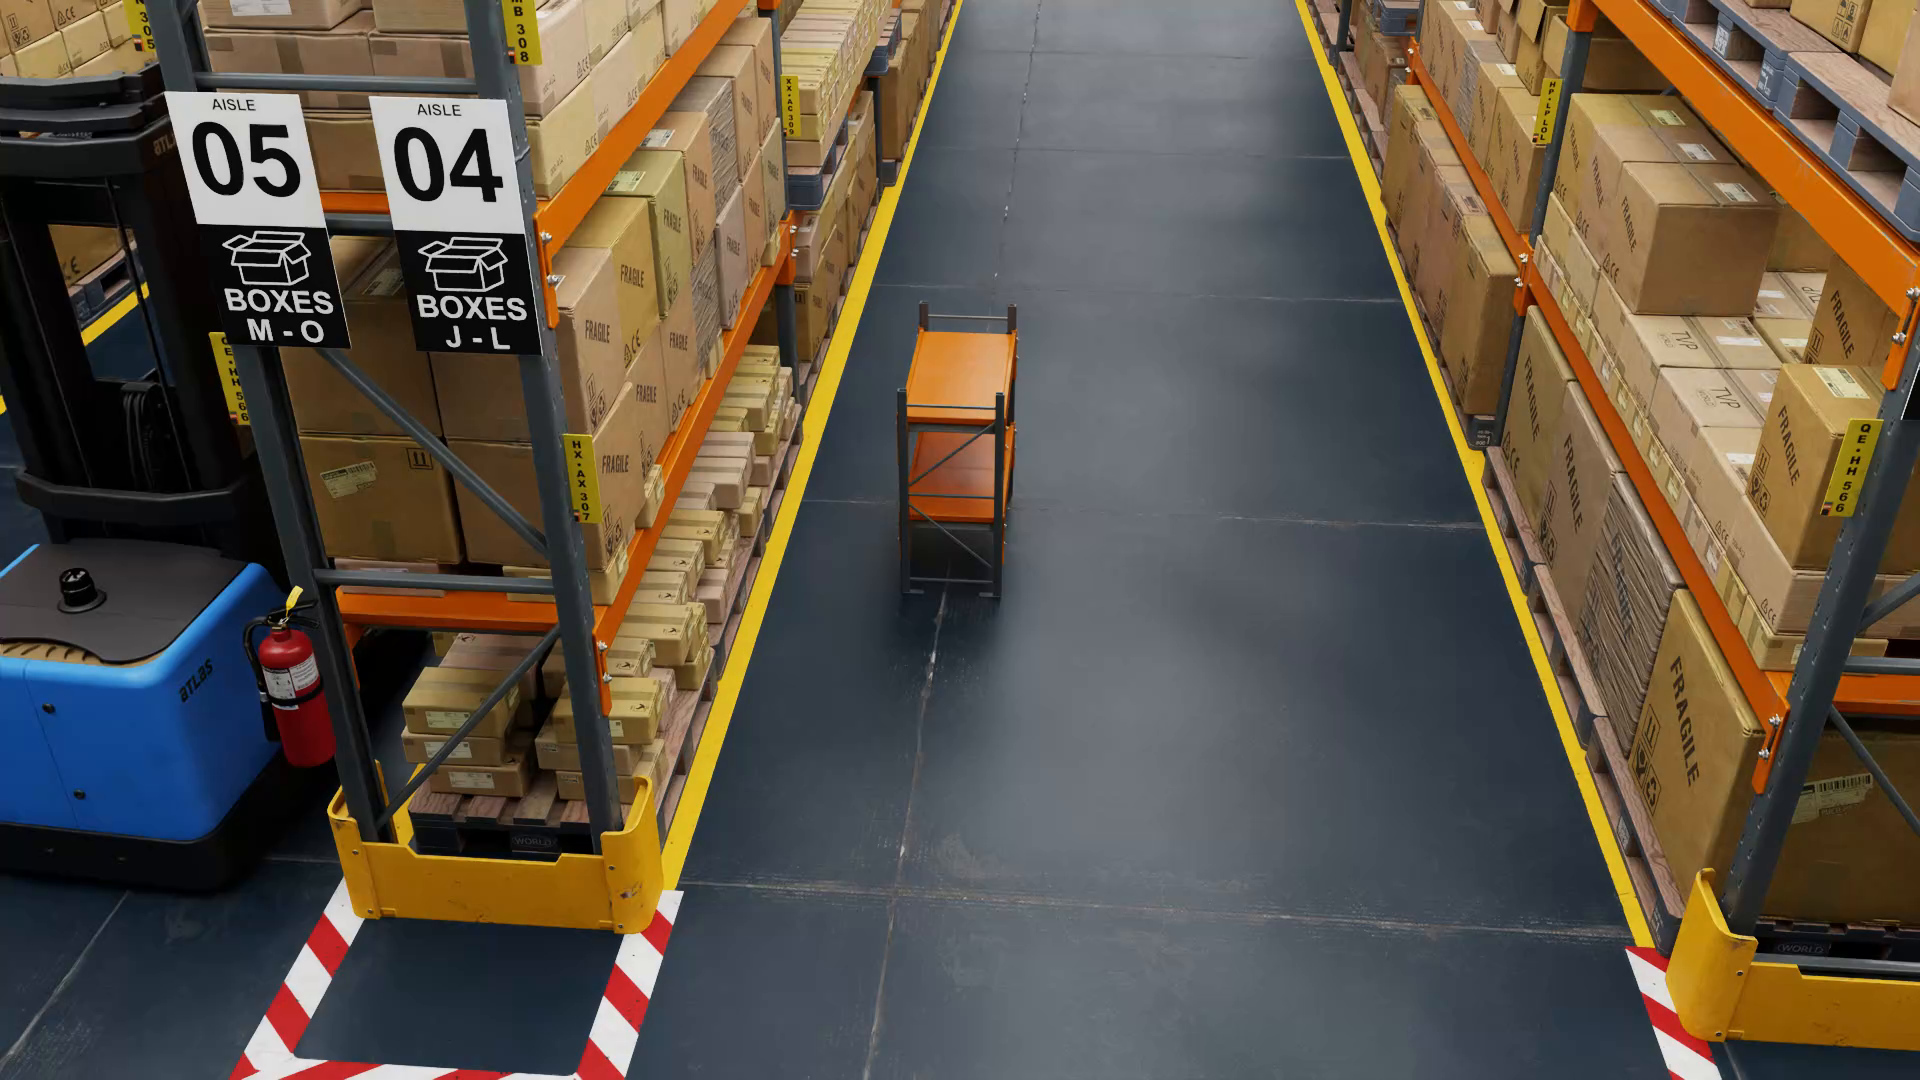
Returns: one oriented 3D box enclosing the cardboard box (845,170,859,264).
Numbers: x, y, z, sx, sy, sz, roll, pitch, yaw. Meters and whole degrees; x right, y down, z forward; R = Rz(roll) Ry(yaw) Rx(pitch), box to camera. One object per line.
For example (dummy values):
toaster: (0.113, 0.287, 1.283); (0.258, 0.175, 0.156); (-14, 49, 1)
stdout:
cardboard box: (-0.978, -2.245, 11.516); (0.500, 0.500, 0.500); (1, 32, 2)

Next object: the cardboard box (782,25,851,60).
cardboard box: (-0.865, -2.998, 10.028); (0.380, 0.149, 0.250); (2, 32, 4)

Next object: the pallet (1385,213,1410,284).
pallet: (3.683, -2.173, 12.075); (1.003, 0.211, 1.213); (2, 32, 4)

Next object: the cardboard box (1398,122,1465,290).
cardboard box: (3.665, -2.218, 11.115); (1.225, 0.875, 0.875); (3, 32, 4)

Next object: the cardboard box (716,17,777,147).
cardboard box: (-1.207, -2.280, 8.259); (0.500, 0.500, 0.500); (1, 32, 2)

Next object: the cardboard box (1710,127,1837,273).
cardboard box: (3.681, -1.546, 7.545); (0.500, 0.500, 0.500); (3, 32, 4)

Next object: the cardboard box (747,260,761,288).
cardboard box: (-1.222, -1.400, 8.402); (0.380, 0.149, 0.250); (4, 32, 6)

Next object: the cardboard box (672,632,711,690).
cardboard box: (-1.319, 0.524, 7.358); (0.380, 0.149, 0.250); (3, 32, 5)

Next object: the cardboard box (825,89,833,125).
cardboard box: (-0.929, -2.463, 9.443); (0.380, 0.149, 0.250); (2, 32, 3)

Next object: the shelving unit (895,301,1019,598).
shelving unit: (-0.001, -0.475, 8.449); (0.538, 1.125, 1.048); (2, 32, 4)

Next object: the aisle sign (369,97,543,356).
aisle sign: (-1.471, -0.907, 4.884); (0.394, 0.787, 0.004); (2, 32, 4)

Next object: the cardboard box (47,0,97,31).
cardboard box: (-5.965, -3.587, 10.663); (0.500, 0.500, 0.500); (2, 32, 3)

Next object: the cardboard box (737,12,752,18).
cardboard box: (-1.493, -3.167, 10.303); (0.380, 0.149, 0.250); (1, 32, 2)

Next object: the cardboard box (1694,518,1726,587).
cardboard box: (2.913, 0.053, 6.045); (0.380, 0.149, 0.250); (3, 32, 4)

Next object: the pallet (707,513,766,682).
pallet: (-1.554, 0.237, 8.164); (1.003, 0.211, 1.213); (2, 32, 4)

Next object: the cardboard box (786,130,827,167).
cardboard box: (-0.948, -2.201, 9.301); (0.380, 0.149, 0.250); (1, 32, 2)

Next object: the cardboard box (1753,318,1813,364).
cardboard box: (3.597, -0.696, 6.880); (0.500, 0.250, 0.500); (2, 32, 3)

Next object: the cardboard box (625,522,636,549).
cardboard box: (-1.431, -0.034, 6.186); (0.380, 0.149, 0.250); (4, 32, 6)

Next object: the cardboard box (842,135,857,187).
cardboard box: (-0.994, -2.570, 11.328); (0.500, 0.250, 0.500); (3, 32, 5)

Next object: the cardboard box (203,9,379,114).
cardboard box: (-1.980, -1.529, 5.179); (0.500, 0.250, 0.500); (2, 32, 2)

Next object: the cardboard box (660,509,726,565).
cardboard box: (-1.295, -0.018, 7.670); (0.380, 0.149, 0.250); (3, 32, 5)

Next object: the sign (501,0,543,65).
sign: (-1.223, -1.477, 4.595); (0.100, 0.325, 0.005); (2, 32, 4)

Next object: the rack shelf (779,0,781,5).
rack shelf: (-1.275, -3.959, 10.142); (1.077, 0.370, 4.000); (2, 32, 4)

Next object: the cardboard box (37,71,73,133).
cardboard box: (-5.983, -2.794, 10.568); (0.500, 0.250, 0.500); (2, 32, 4)

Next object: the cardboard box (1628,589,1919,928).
cardboard box: (3.144, 0.801, 6.215); (0.875, 0.875, 0.875); (2, 32, 4)

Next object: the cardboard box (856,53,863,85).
cardboard box: (-0.823, -3.015, 10.623); (0.380, 0.149, 0.250); (1, 32, 2)

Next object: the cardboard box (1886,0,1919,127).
cardboard box: (3.160, -1.401, 4.715); (0.700, 0.500, 0.500); (1, 32, 1)

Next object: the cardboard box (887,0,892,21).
cardboard box: (-0.695, -3.828, 11.942); (0.380, 0.149, 0.250); (3, 32, 5)

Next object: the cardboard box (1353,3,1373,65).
cardboard box: (4.077, -4.664, 15.422); (0.700, 0.500, 0.500); (0, 32, 0)

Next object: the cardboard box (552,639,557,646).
cardboard box: (-1.840, 0.361, 7.338); (0.380, 0.149, 0.250); (2, 32, 3)

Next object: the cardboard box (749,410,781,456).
cardboard box: (-1.161, -0.573, 8.854); (0.380, 0.149, 0.250); (1, 32, 2)

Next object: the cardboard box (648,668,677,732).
cardboard box: (-1.387, 0.653, 6.864); (0.380, 0.149, 0.250); (2, 32, 4)

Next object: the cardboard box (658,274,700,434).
cardboard box: (-1.381, -0.780, 6.777); (0.500, 0.500, 0.500); (3, 32, 5)

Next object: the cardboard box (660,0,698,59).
cardboard box: (-1.344, -2.102, 6.586); (0.500, 0.250, 0.500); (2, 32, 4)

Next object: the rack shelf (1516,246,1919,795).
rack shelf: (3.334, -0.326, 7.105); (1.077, 0.370, 4.000); (2, 32, 4)

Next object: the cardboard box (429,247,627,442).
cardboard box: (-1.463, -0.669, 5.645); (0.500, 0.500, 0.500); (2, 32, 4)

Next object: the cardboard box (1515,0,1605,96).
cardboard box: (3.608, -2.840, 9.448); (0.797, 0.503, 0.637); (3, 32, 5)

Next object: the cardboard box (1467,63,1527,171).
cardboard box: (3.346, -2.509, 9.866); (0.500, 0.500, 0.500); (2, 32, 3)

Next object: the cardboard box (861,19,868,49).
cardboard box: (-0.802, -3.280, 10.769); (0.380, 0.149, 0.250); (3, 32, 5)

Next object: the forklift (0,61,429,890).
forklift: (-3.139, -0.653, 7.016); (1.130, 2.935, 3.031); (5, 32, 7)

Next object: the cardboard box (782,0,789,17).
cardboard box: (-1.391, -3.707, 11.462); (0.380, 0.149, 0.250); (2, 32, 2)

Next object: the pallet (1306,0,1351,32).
pallet: (4.264, -5.666, 17.743); (1.003, 0.211, 1.213); (2, 32, 4)

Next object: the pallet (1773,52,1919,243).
pallet: (3.221, -1.214, 5.086); (1.003, 0.211, 1.213); (2, 32, 4)

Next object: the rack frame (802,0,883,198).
rack frame: (-1.113, -4.034, 12.437); (1.000, 3.000, 0.127); (2, 32, 4)

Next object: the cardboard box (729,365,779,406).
cardboard box: (-1.189, -0.829, 8.985); (0.380, 0.149, 0.250); (3, 32, 5)

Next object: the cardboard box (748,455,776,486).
cardboard box: (-1.192, -0.415, 8.881); (0.380, 0.149, 0.250); (1, 32, 2)

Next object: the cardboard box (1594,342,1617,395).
cardboard box: (3.036, -0.753, 7.352); (0.380, 0.149, 0.250); (3, 32, 5)

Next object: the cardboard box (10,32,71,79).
cardboard box: (-5.981, -3.005, 10.433); (0.500, 0.250, 0.500); (3, 32, 5)

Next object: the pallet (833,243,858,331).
pallet: (-1.280, -1.802, 11.473); (1.003, 0.211, 1.213); (2, 32, 4)

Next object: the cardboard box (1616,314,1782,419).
cardboard box: (3.068, -0.718, 6.915); (0.500, 0.250, 0.500); (3, 32, 4)

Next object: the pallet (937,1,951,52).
pallet: (-0.647, -5.333, 17.202); (1.003, 0.211, 1.213); (2, 32, 4)
